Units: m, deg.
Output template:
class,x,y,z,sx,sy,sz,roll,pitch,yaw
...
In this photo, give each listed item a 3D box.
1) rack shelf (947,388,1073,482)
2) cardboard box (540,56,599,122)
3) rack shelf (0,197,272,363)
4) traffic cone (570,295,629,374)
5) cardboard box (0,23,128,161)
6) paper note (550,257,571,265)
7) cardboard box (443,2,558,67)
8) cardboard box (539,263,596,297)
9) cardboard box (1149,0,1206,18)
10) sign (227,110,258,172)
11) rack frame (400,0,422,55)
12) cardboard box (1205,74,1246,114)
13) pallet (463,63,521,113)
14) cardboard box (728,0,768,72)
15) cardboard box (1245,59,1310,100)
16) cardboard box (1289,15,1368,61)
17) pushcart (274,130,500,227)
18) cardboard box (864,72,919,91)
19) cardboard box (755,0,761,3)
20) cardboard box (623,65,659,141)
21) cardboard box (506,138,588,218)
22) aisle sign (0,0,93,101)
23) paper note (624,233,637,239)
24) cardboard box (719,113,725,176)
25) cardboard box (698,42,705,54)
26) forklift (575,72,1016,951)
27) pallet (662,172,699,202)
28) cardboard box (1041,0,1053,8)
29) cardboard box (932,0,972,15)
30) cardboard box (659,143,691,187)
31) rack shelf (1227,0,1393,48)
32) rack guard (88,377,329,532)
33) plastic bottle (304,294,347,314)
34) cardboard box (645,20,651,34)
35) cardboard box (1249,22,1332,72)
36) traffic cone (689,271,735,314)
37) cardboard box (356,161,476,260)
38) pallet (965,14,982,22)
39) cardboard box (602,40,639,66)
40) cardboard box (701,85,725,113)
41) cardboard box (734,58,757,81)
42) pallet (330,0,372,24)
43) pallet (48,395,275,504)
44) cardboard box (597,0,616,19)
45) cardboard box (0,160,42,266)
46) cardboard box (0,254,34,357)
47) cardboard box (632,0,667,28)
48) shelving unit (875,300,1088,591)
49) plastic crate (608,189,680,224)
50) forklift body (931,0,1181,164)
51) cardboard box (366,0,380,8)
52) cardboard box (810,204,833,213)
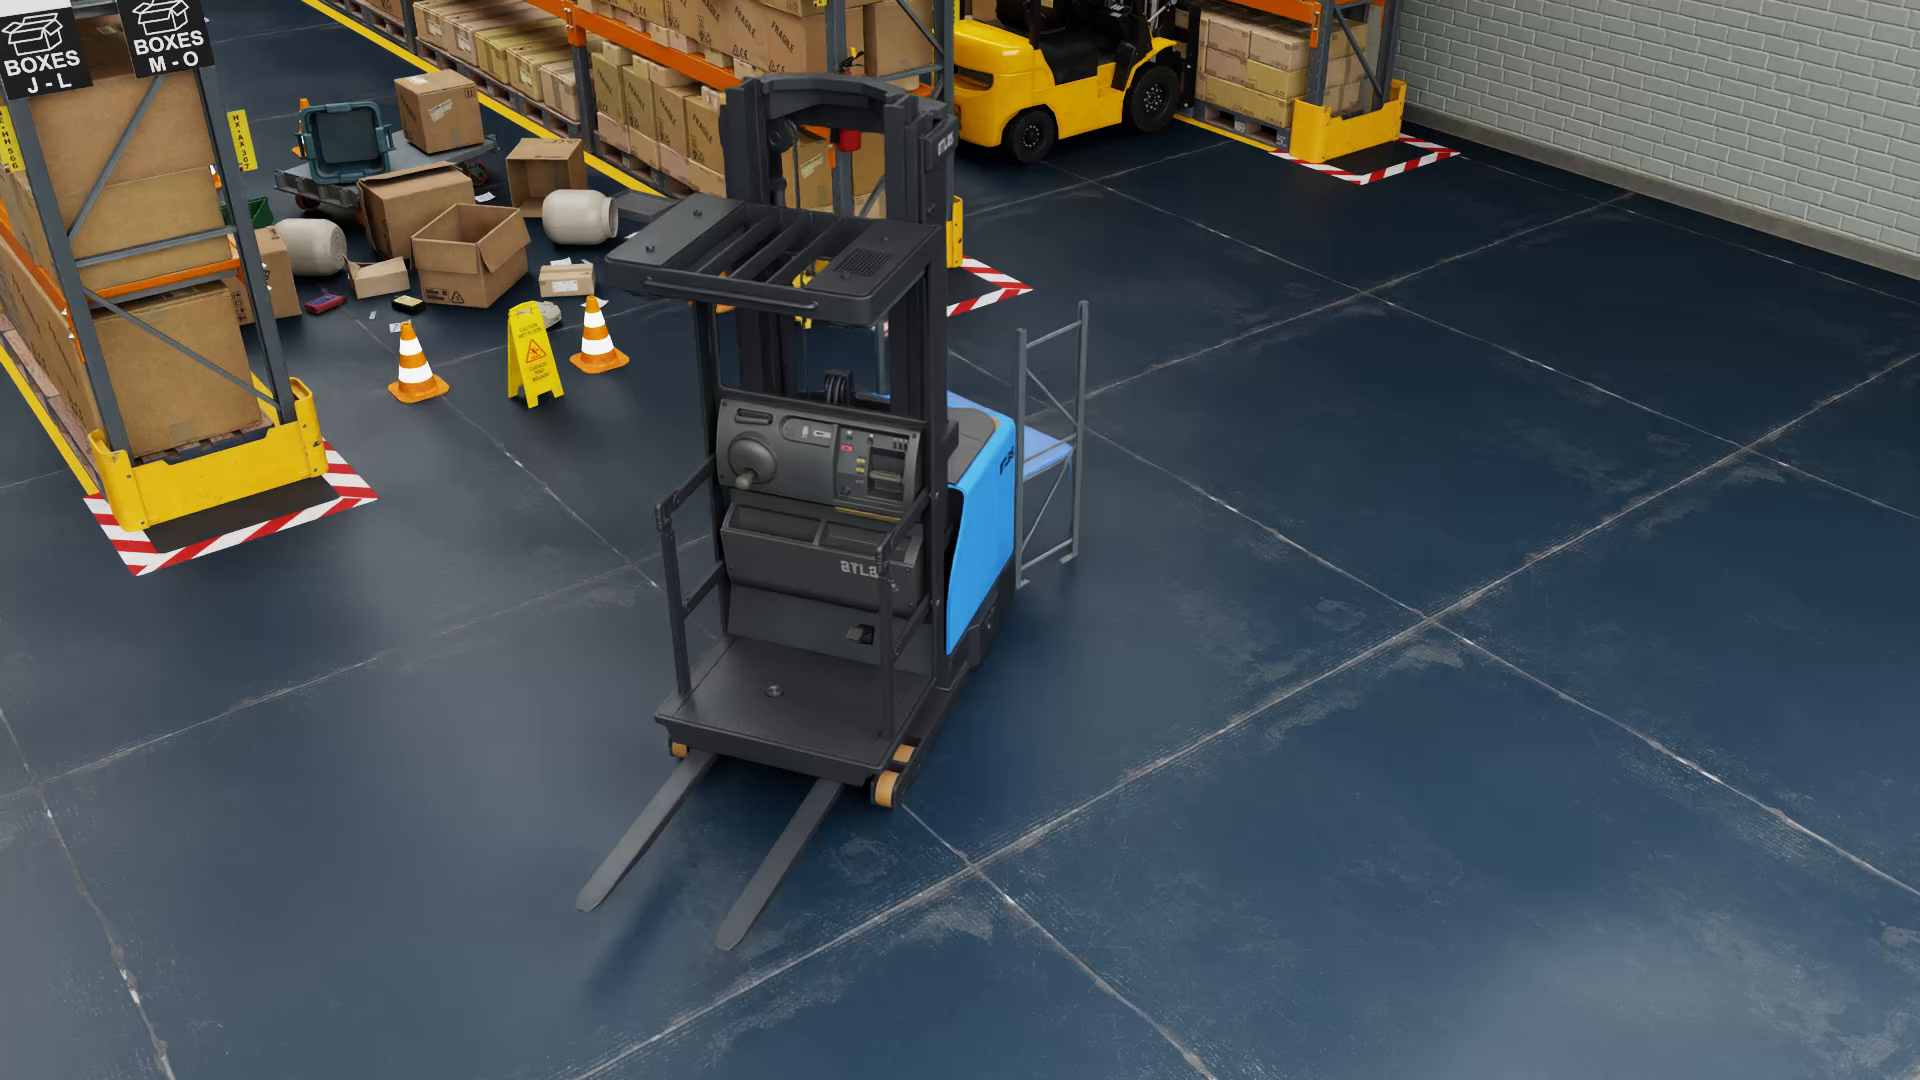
class,x,y,z,sx,sy,sz,roll,pitch,yaw
rack shelf,0.096,-0.503,8.980,1.000,0.185,0.538,28,41,37
cardboard box,-3.250,-4.167,15.208,0.950,0.372,0.625,-22,38,-31
rack shelf,-5.548,-2.104,10.476,1.077,0.370,4.000,-22,38,-31
traffic cone,-2.425,-1.403,11.070,0.336,0.463,0.334,-22,38,-31
cardboard box,-4.929,-2.465,9.210,0.875,0.550,0.550,-22,38,-31
paper note,-3.028,-2.106,12.623,0.148,0.019,0.142,-10,33,-15
cardboard box,-4.582,-5.072,16.666,0.950,0.372,0.625,-23,39,-32
cardboard box,-2.872,-1.901,12.170,0.380,0.149,0.250,-4,32,-7
cardboard box,1.977,-4.985,15.693,0.500,0.250,0.500,-23,39,-32
sign,-3.880,-2.154,8.980,0.100,0.325,0.005,-22,38,-31
rack frame,-5.379,-6.554,16.959,1.000,3.000,0.127,-22,38,-31
cardboard box,2.610,-4.141,15.283,0.500,0.250,0.500,-22,38,-31
pallet,-4.157,-4.535,16.352,1.003,0.211,1.213,-22,38,-31
cardboard box,-1.327,-3.736,12.045,0.500,0.500,0.500,-22,38,-31
cardboard box,2.900,-4.152,14.826,0.500,0.250,0.500,-23,38,-32
cardboard box,3.300,-4.524,14.951,0.500,0.250,0.500,-23,39,-32
pushcart,-4.697,-3.014,13.746,0.936,0.377,1.648,18,36,27
cardboard box,-0.518,-3.321,11.993,0.380,0.149,0.250,-22,38,-31
cardboard box,-1.264,-4.169,11.795,0.700,0.500,0.500,-22,38,-31
cardboard box,-2.440,-3.663,13.802,0.500,0.500,0.500,-21,37,-30
cardboard box,-3.344,-2.939,13.506,0.500,0.500,0.500,1,32,2
aisle sign,-4.515,-2.554,8.055,0.394,0.787,0.004,-22,38,-31
paper note,-2.541,-2.388,13.065,0.148,0.019,0.142,18,36,27
cardboard box,-1.493,-3.014,12.758,0.500,0.500,0.500,-21,37,-30
cardboard box,-1.794,-3.843,12.833,0.380,0.149,0.250,-22,38,-31
forklift,-0.685,-0.307,6.966,1.130,2.935,3.031,11,33,17
pallet,-1.734,-2.925,13.759,1.003,0.211,1.213,-22,38,-31
cardboard box,1.045,-5.415,16.861,0.500,0.250,0.500,-22,38,-32
cardboard box,0.194,-6.204,18.248,0.875,0.625,0.625,-23,38,-32
cardboard box,-2.114,-3.125,13.646,0.500,0.250,0.500,-23,38,-32
rack shelf,2.219,-5.355,15.711,1.077,0.370,4.000,-22,38,-31
rack guard,-4.307,-0.504,9.588,1.175,0.500,0.348,-22,38,-31
plastic bottle,-4.546,-1.705,11.937,0.133,0.061,0.283,18,36,27
cardboard box,-2.291,-4.140,13.311,0.380,0.149,0.250,-22,38,-32
cardboard box,2.916,-4.353,14.676,0.500,0.250,0.500,-21,37,-30
traffic cone,-1.756,-1.904,11.877,0.336,0.463,0.334,-22,38,-31
cardboard box,-4.130,-2.517,12.697,0.797,0.637,0.503,-22,38,-31
pallet,0.510,-5.604,18.073,1.003,0.211,1.213,-22,38,-31
cardboard box,-2.749,-4.086,13.869,0.380,0.149,0.250,-22,38,-31
cardboard box,-1.761,-3.421,12.798,0.380,0.149,0.250,-21,37,-29
cardboard box,-1.437,-3.481,12.249,0.380,0.149,0.250,-22,38,-31
pallet,-6.547,-6.230,19.081,1.003,0.211,1.213,-22,38,-31
pallet,-4.874,-0.699,10.176,1.003,0.211,1.213,-22,38,-31
cardboard box,-2.791,-4.456,13.820,0.380,0.149,0.250,-21,38,-30
cardboard box,-4.939,-2.002,9.488,0.875,0.550,0.550,-22,38,-31
cardboard box,-5.888,-1.860,11.017,0.875,0.875,0.875,-22,38,-31
cardboard box,-2.253,-4.367,13.061,0.500,0.500,0.500,-23,38,-32
shelving unit,0.096,-0.656,8.885,1.048,1.500,0.538,28,41,37
plastic crate,-2.611,-2.727,13.565,0.583,0.080,0.402,18,36,27
forklift body,0.841,-4.667,14.725,2.313,2.155,1.214,-22,38,-31
cardboard box,-6.281,-6.517,18.516,0.875,0.875,0.875,-22,38,-31
cardboard box,-1.196,-2.490,12.624,0.500,0.250,0.500,-22,38,-32
